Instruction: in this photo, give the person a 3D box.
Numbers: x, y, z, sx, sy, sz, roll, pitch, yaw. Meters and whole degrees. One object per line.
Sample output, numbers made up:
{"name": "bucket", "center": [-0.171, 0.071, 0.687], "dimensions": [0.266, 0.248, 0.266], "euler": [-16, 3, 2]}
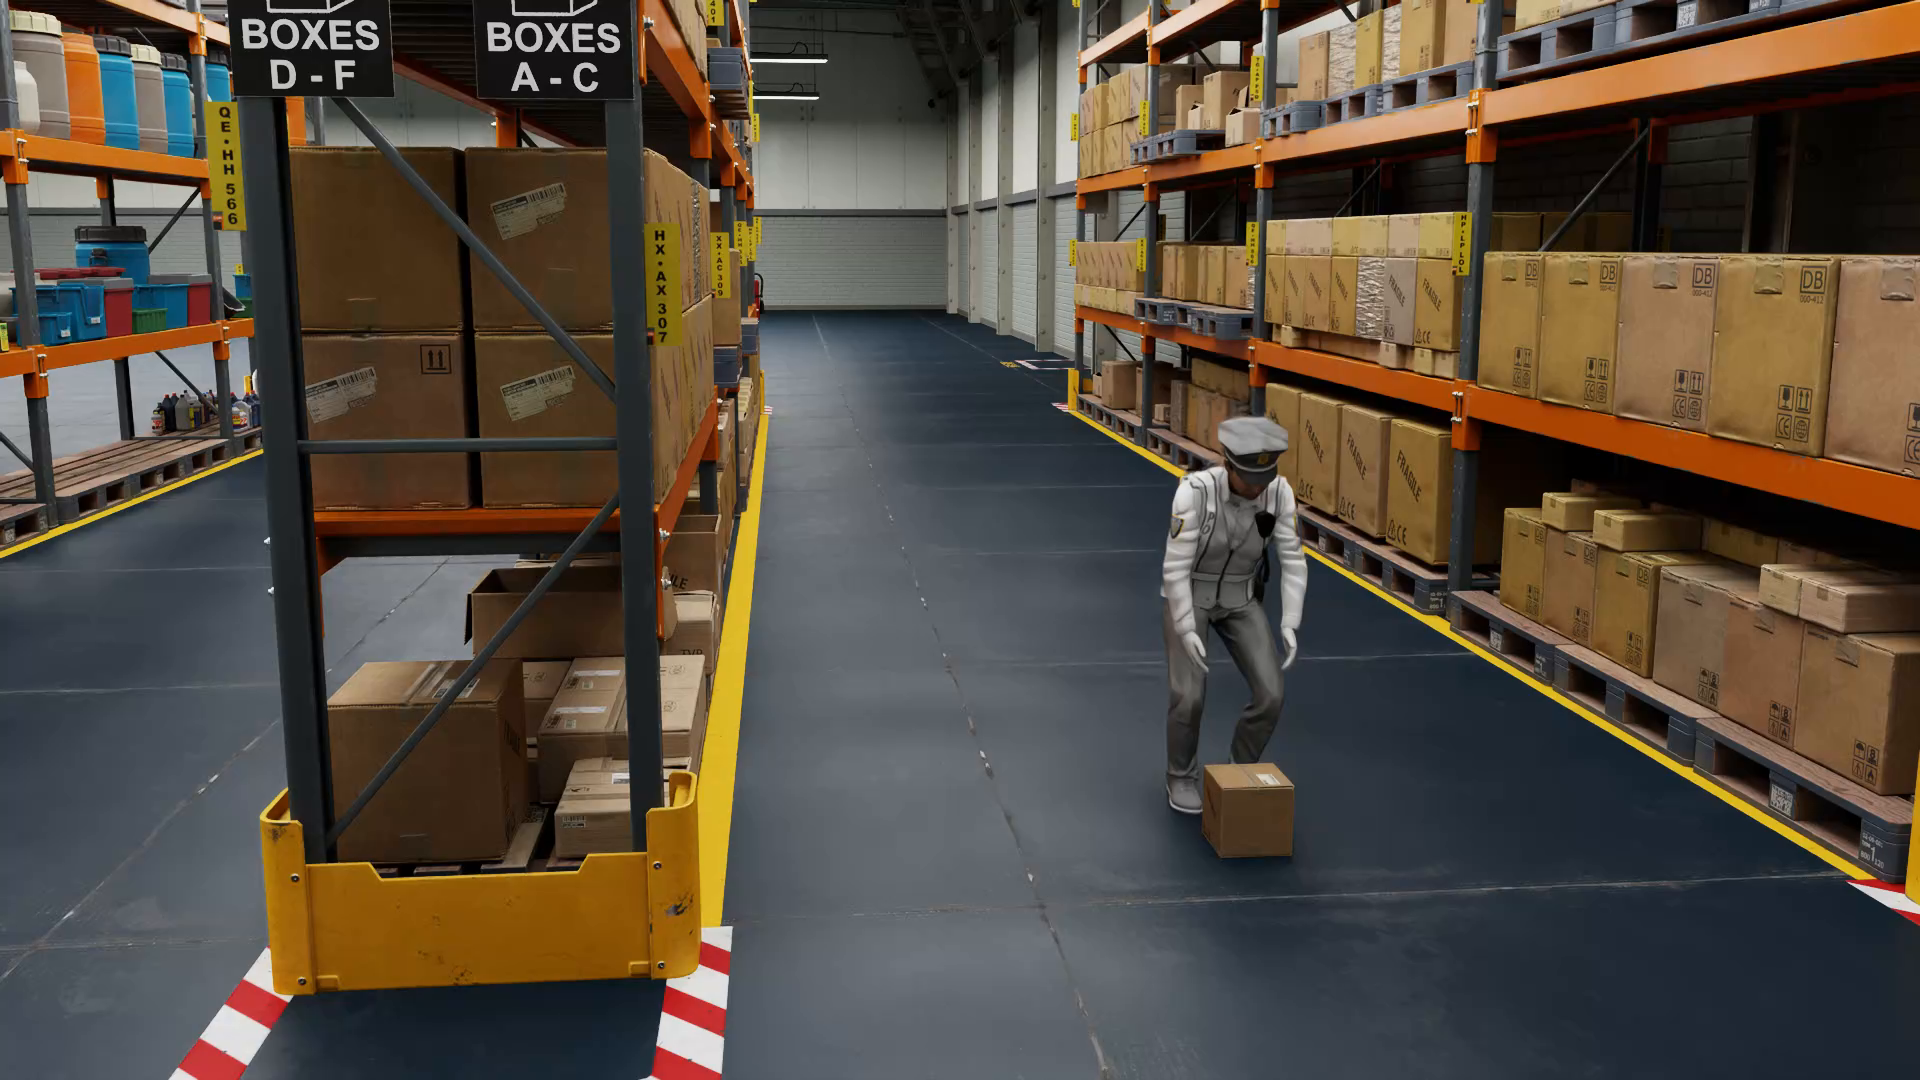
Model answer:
{"name": "person", "center": [0.983, 0.269, 6.025], "dimensions": [0.533, 1.455, 0.654], "euler": [-1, 10, -6]}
